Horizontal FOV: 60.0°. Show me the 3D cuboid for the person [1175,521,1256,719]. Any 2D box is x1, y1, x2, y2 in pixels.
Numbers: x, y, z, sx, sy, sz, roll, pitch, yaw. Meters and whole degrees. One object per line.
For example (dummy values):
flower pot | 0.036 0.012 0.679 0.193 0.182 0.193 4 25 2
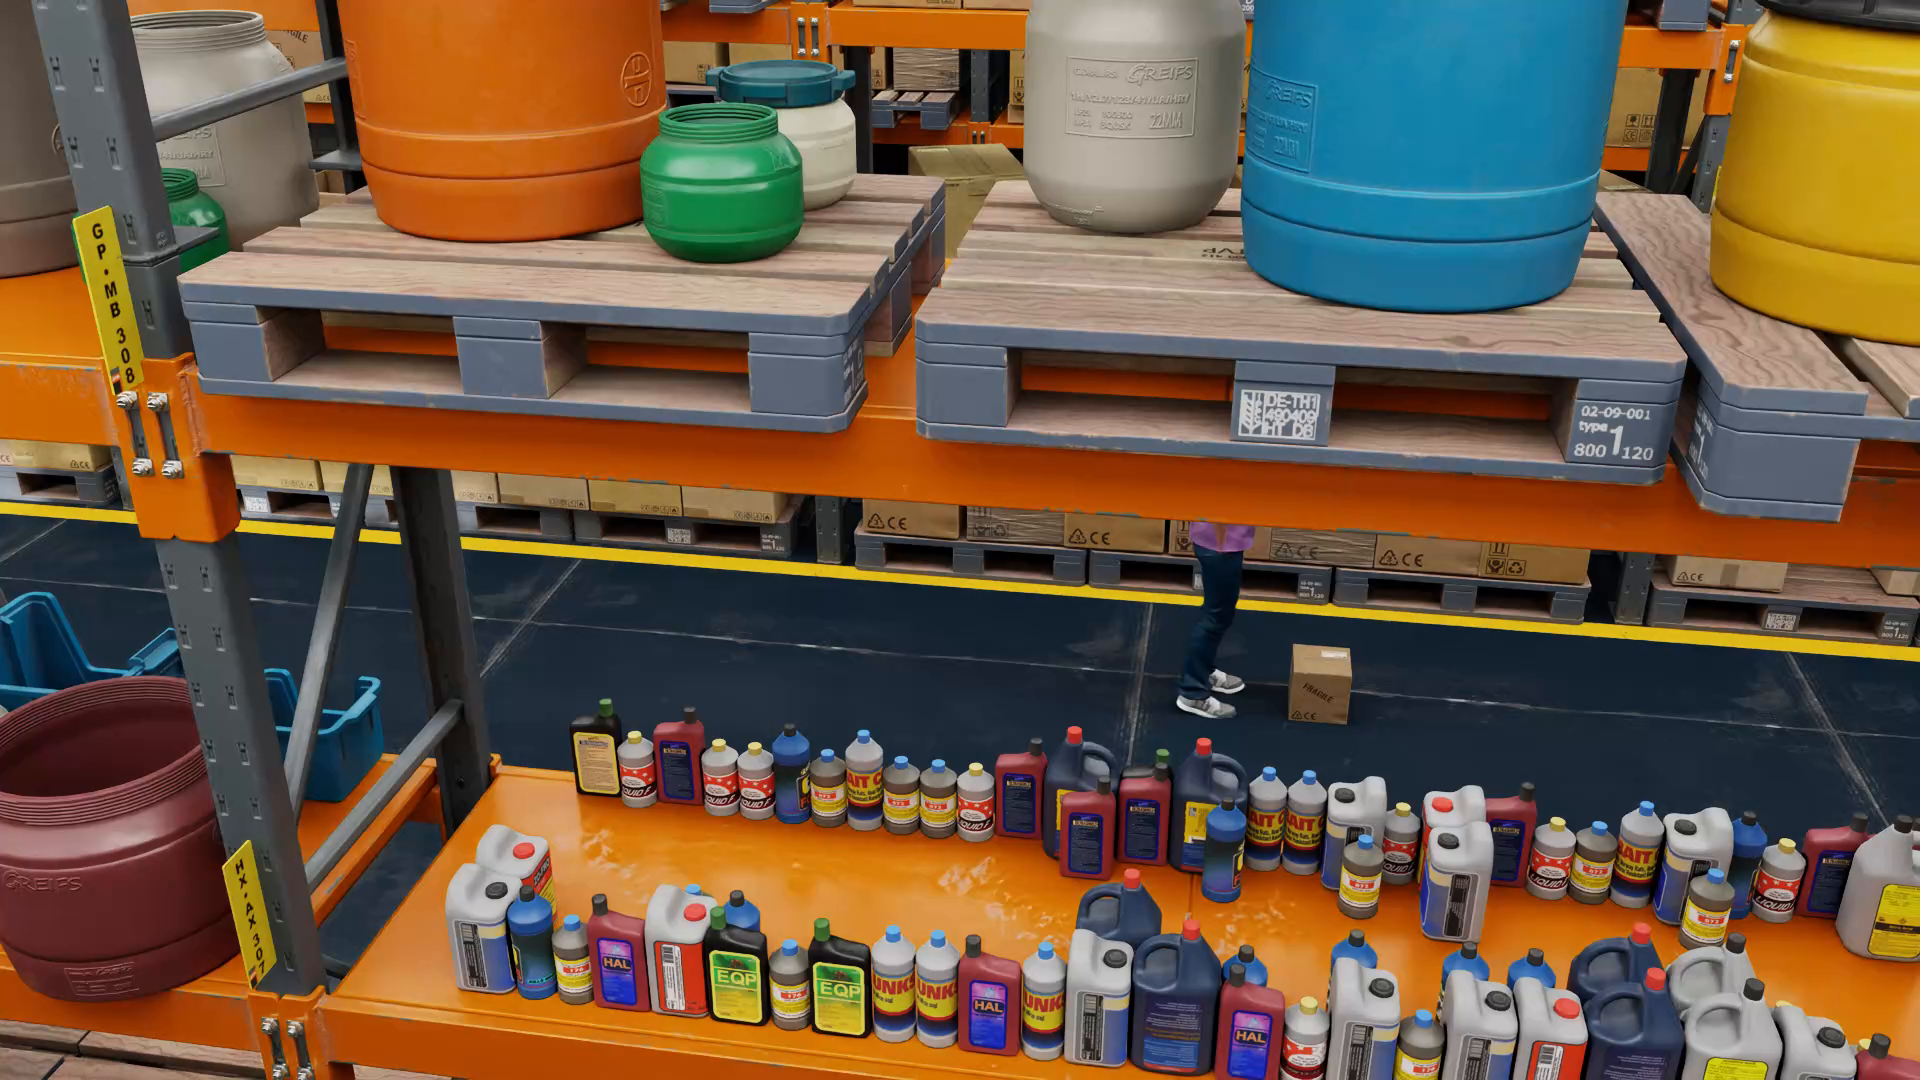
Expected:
person | 1.126 0.003 7.156 0.310 1.601 0.406 5 26 10
